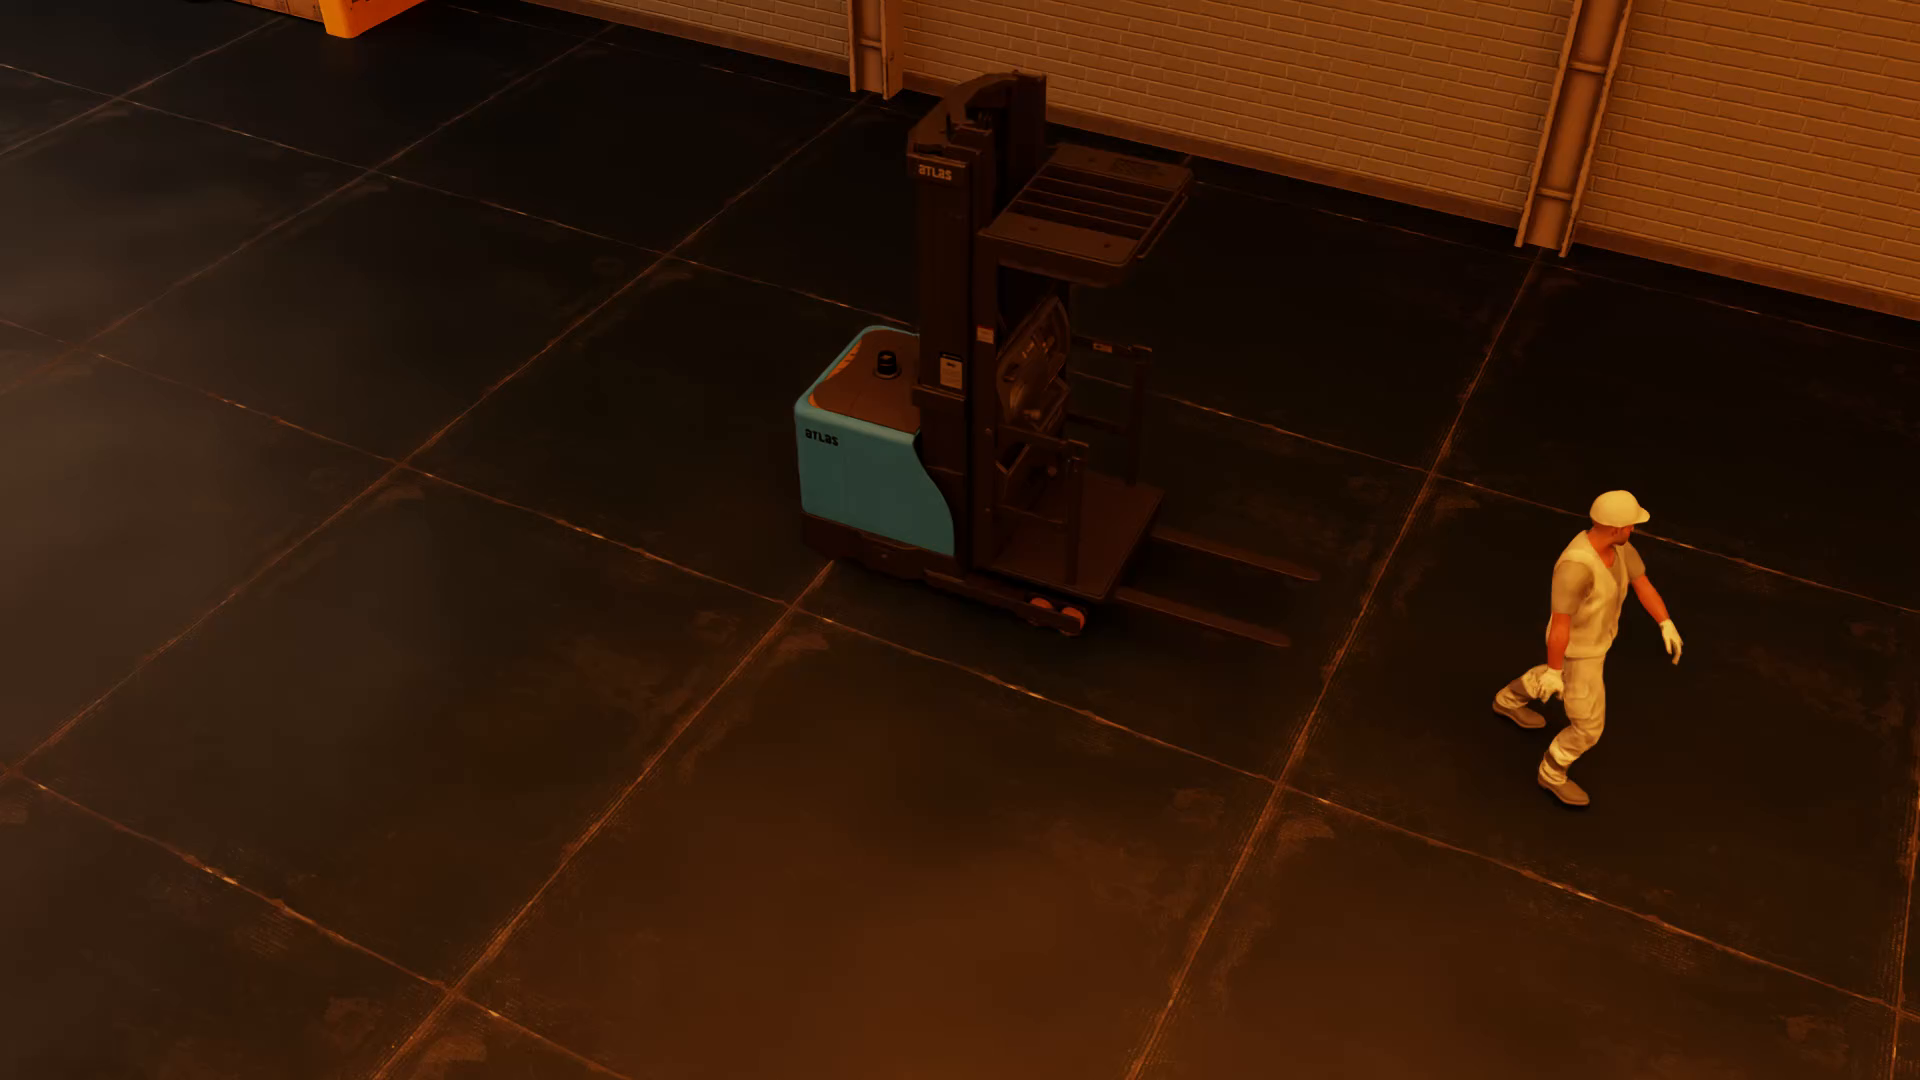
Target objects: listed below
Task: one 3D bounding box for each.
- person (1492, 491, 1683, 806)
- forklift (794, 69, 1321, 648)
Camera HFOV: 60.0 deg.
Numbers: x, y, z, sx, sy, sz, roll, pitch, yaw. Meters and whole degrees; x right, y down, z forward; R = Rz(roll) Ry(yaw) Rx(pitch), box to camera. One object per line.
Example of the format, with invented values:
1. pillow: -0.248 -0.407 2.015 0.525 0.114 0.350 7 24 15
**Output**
1. person: 3.138 0.547 8.299 0.809 1.706 0.722 23 45 25
2. forklift: 0.588 -0.960 9.126 3.031 2.935 1.130 16 43 19
